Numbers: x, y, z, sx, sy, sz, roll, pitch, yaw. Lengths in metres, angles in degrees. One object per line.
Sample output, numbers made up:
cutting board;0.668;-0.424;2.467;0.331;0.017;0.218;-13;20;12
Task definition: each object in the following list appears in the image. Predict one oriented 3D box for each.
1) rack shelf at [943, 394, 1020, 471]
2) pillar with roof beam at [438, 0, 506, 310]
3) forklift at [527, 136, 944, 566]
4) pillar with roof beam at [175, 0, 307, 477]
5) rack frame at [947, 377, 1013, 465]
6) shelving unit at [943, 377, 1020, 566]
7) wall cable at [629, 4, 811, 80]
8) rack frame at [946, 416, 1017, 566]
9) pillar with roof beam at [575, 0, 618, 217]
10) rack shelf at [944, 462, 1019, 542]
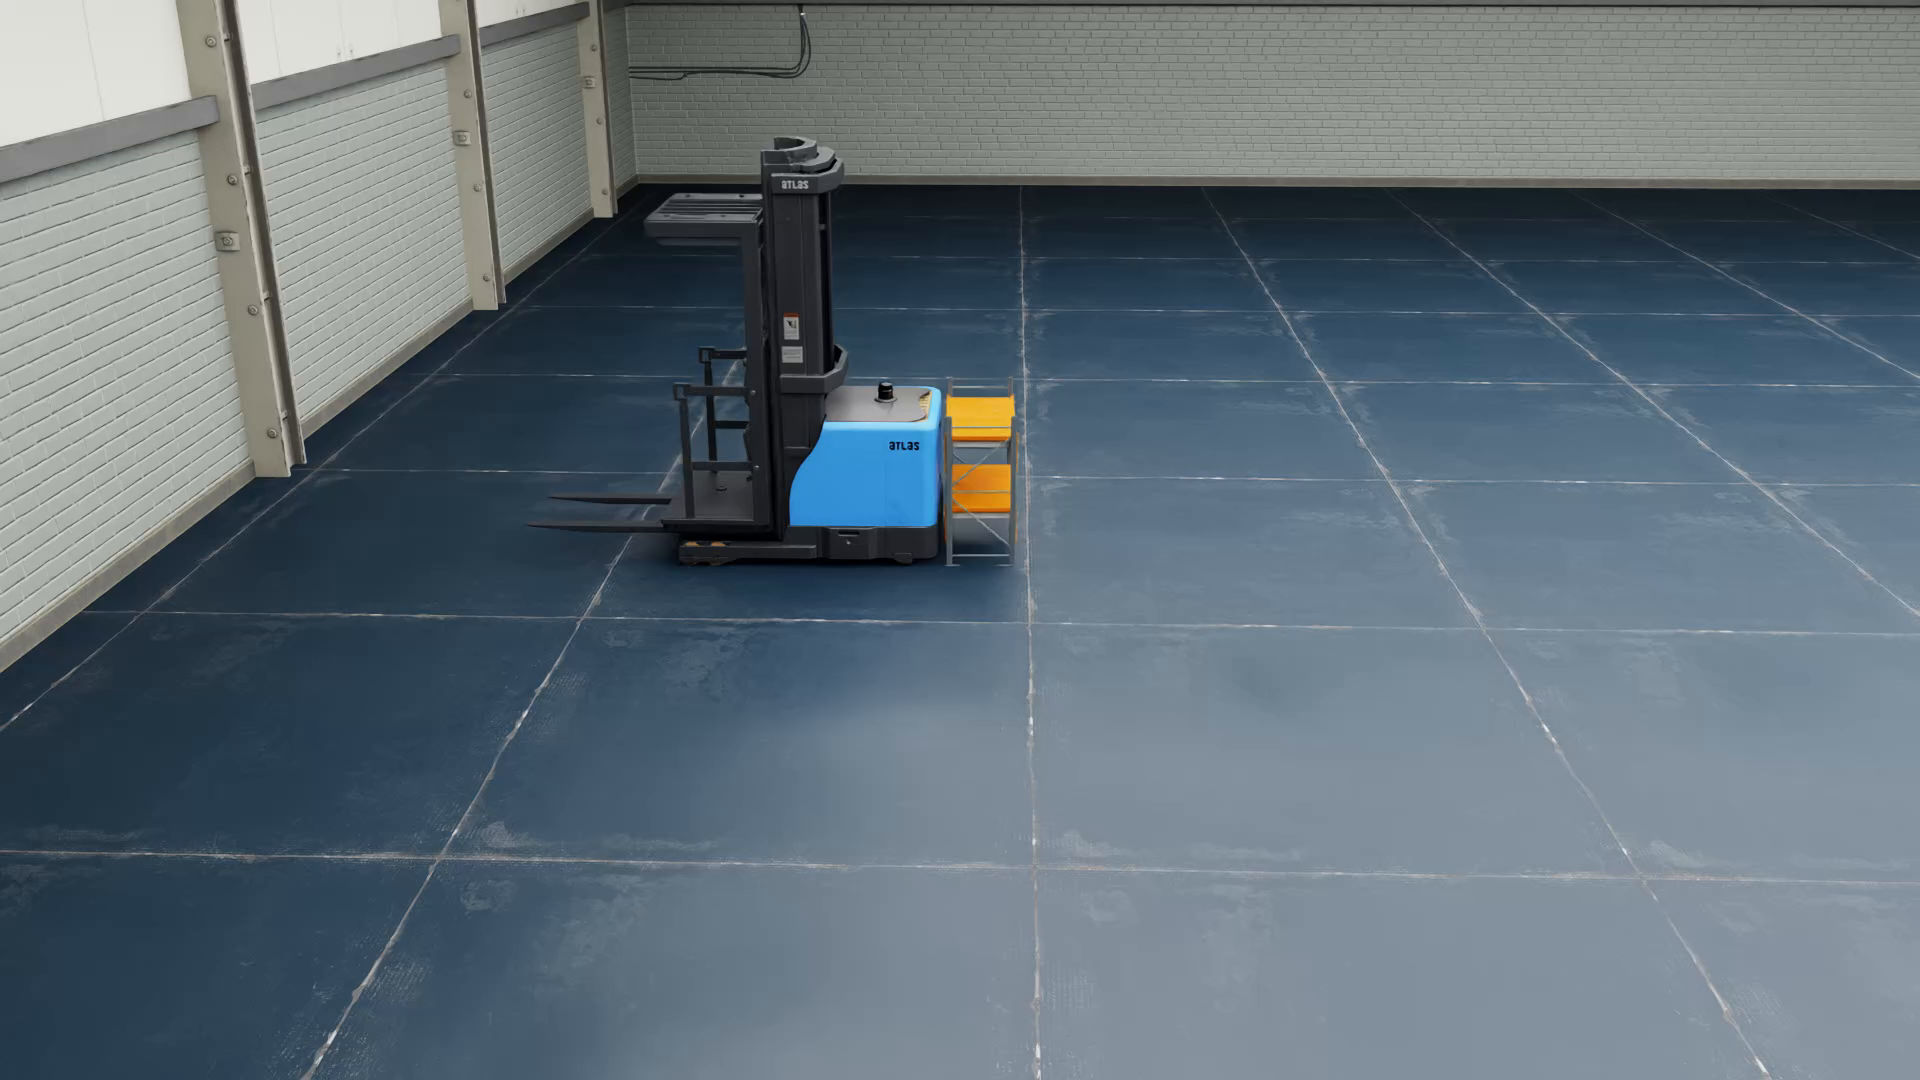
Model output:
rack shelf;0.152;-0.796;12.216;0.538;0.278;1.000;0;21;0
pillar with roof beam;-1.271;-6.916;17.914;9.100;9.000;0.400;1;21;2
forklift;-1.656;-1.372;12.012;3.031;2.935;1.130;1;21;2
pillar with roof beam;-1.454;-4.747;12.323;9.100;9.000;0.400;1;21;2
rack frame;0.153;-0.707;12.796;0.500;1.125;0.032;0;21;0
shelving unit;0.152;-0.523;12.322;0.538;1.125;1.048;0;21;0
wall cable;-3.980;-8.736;26.896;3.097;2.526;0.112;1;21;2
rack frame;0.151;-0.339;11.848;0.500;1.125;0.032;0;21;0
pillar with roof beam;-1.089;-9.086;23.505;9.100;9.000;0.400;1;21;2
rack shelf;0.152;-0.295;12.410;0.538;0.278;1.000;0;21;0
